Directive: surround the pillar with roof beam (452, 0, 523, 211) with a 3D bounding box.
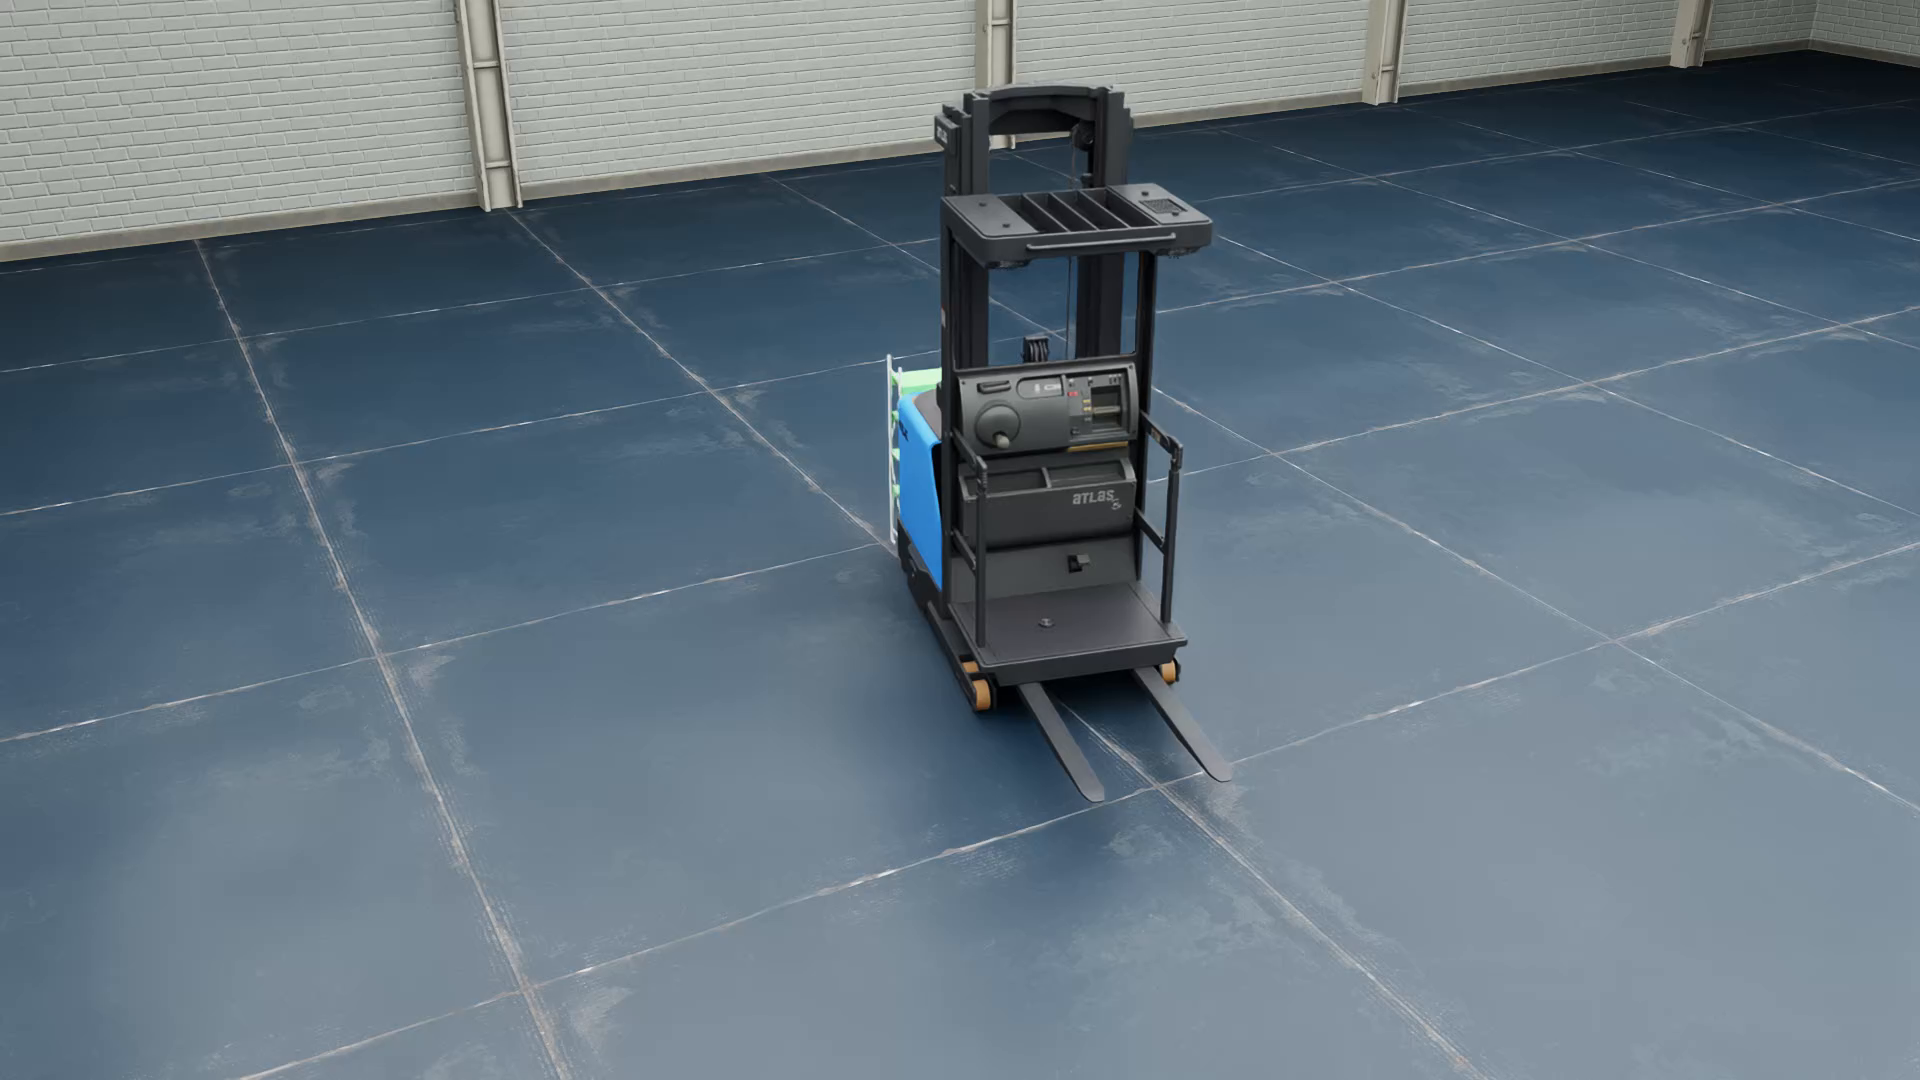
[{"bbox_3d":[-2.842,-5.953,12.251,0.400,9.000,9.100,-13,29,-25],"label":"pillar with roof beam"}]

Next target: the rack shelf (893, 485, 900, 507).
[{"bbox_3d":[-0.150,-0.254,10.092,0.480,0.148,0.258,-8,27,-17],"label":"rack shelf"}]

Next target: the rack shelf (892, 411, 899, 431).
[{"bbox_3d":[-0.149,-0.687,9.886,0.480,0.148,0.258,-8,27,-17],"label":"rack shelf"}]

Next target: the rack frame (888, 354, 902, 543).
[{"bbox_3d":[-0.381,-0.495,9.891,0.015,1.200,0.240,-8,27,-17],"label":"rack frame"}]

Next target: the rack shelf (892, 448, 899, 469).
[{"bbox_3d":[-0.150,-0.471,9.989,0.480,0.148,0.258,-8,27,-17],"label":"rack shelf"}]

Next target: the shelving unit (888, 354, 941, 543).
[{"bbox_3d":[-0.150,-0.528,9.962,0.503,1.200,0.258,-8,27,-17],"label":"shelving unit"}]

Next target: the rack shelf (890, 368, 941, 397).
[{"bbox_3d":[-0.149,-0.904,9.783,0.480,0.148,0.258,-8,27,-17],"label":"rack shelf"}]

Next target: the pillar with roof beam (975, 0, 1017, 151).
[{"bbox_3d":[2.452,-7.175,14.797,0.400,9.000,9.100,-13,29,-25],"label":"pillar with roof beam"}]

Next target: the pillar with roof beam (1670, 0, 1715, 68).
[{"bbox_3d":[13.040,-9.619,19.887,0.400,9.000,9.100,-13,29,-25],"label":"pillar with roof beam"}]

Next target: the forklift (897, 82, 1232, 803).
[{"bbox_3d":[0.508,-0.635,8.187,1.130,2.935,3.031,-7,26,-14],"label":"forklift"}]

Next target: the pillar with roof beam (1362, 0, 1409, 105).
[{"bbox_3d":[7.746,-8.397,17.342,0.400,9.000,9.100,-13,29,-25],"label":"pillar with roof beam"}]
